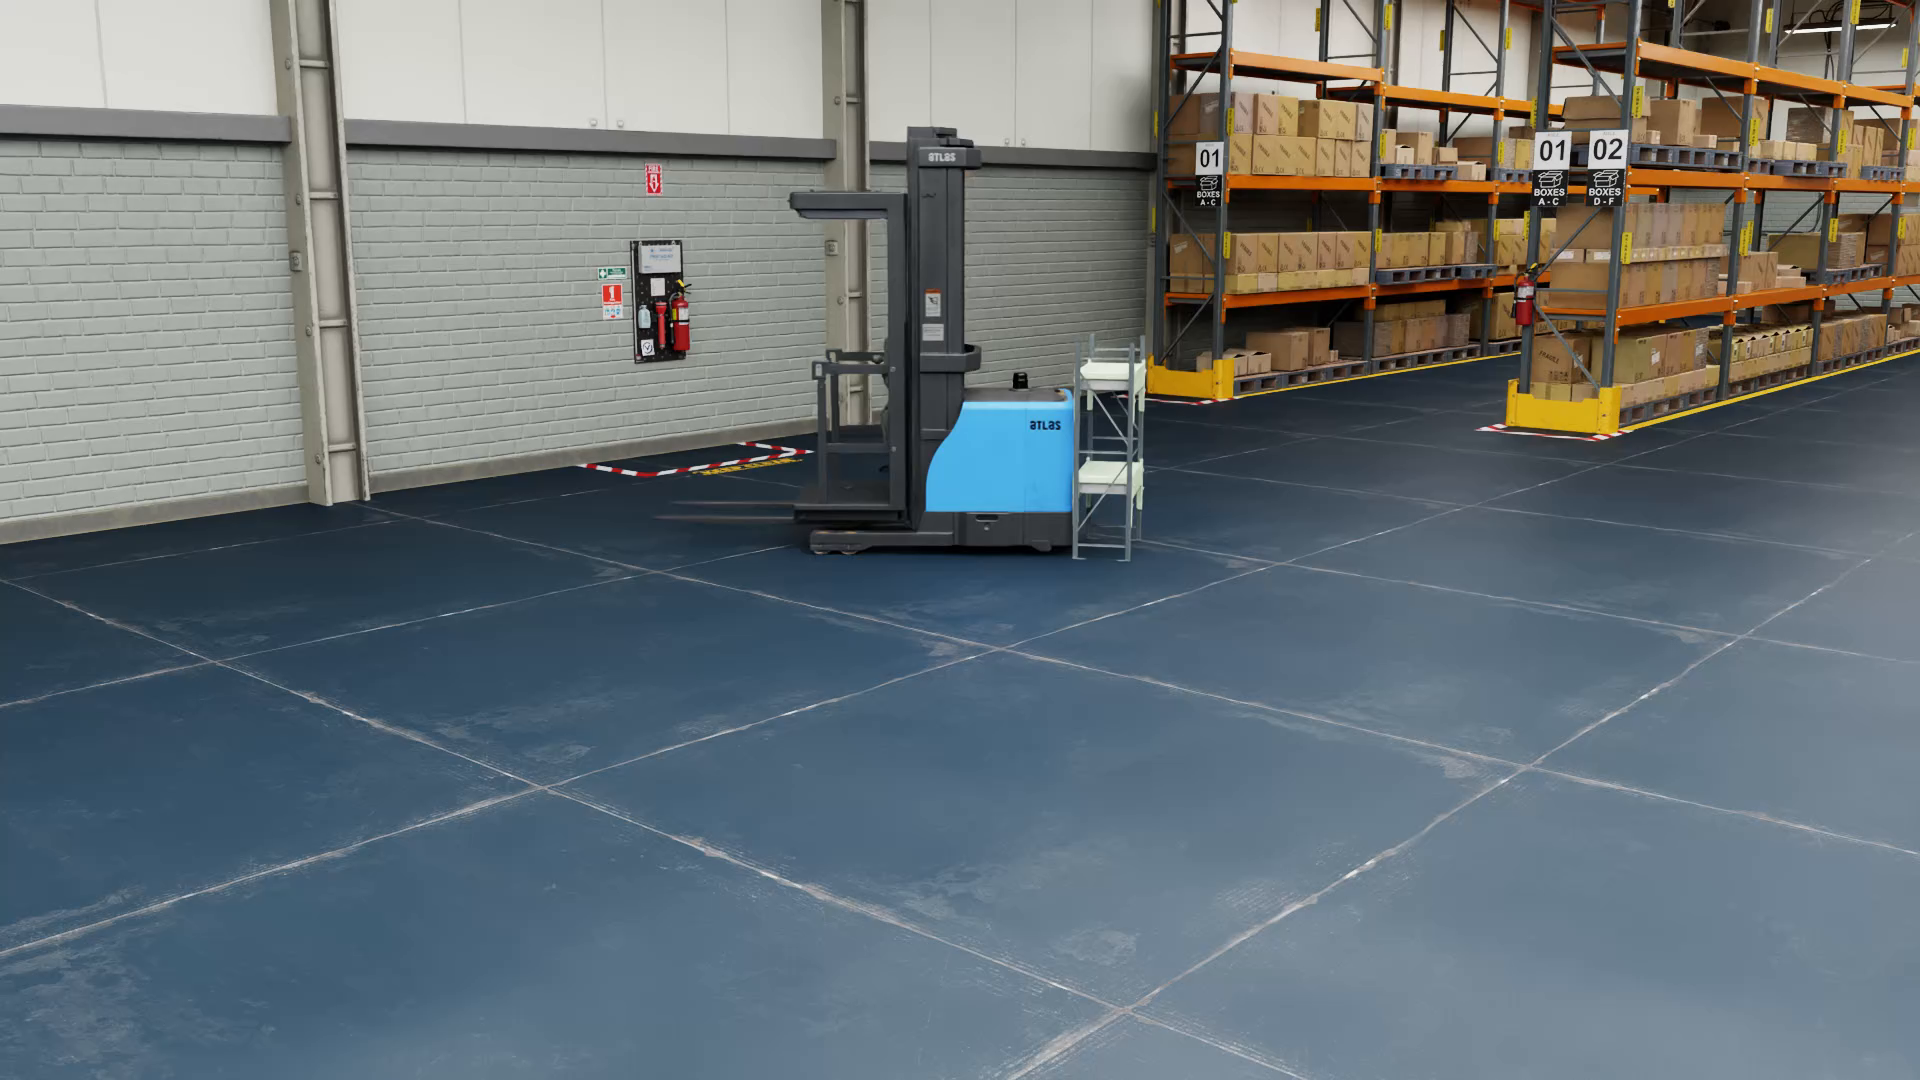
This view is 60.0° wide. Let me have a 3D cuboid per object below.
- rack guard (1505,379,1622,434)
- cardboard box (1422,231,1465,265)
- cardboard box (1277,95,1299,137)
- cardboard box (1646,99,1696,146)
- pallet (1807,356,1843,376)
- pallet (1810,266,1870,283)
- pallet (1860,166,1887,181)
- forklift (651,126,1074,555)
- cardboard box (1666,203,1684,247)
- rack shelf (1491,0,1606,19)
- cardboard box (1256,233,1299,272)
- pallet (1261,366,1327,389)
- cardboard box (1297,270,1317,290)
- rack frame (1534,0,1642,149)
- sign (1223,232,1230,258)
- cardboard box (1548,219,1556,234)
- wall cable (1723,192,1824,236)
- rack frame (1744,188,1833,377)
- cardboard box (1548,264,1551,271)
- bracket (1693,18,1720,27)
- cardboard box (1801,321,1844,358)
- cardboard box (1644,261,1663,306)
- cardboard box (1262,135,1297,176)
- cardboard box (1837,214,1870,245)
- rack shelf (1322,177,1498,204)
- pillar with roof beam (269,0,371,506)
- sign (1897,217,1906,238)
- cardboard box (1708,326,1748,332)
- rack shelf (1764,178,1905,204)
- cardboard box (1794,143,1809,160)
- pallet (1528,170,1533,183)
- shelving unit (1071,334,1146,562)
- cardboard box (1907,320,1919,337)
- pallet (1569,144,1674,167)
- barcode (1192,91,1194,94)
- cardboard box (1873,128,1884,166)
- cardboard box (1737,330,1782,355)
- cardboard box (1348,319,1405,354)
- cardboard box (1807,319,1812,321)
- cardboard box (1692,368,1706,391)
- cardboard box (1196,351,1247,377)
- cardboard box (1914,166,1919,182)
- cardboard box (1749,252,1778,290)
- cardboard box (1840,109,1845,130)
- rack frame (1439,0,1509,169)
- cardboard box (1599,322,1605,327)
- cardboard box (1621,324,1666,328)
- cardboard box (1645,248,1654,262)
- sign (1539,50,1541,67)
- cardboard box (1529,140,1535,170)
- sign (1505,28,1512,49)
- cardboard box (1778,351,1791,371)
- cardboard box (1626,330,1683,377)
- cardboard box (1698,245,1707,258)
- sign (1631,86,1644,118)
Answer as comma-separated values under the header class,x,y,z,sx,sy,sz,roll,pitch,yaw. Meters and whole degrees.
class,x,y,z,sx,sy,sz,roll,pitch,yaw
rack guard,6.648,-1.480,18.347,1.175,0.500,0.348,10,15,40
cardboard box,7.570,-4.635,26.382,0.700,0.500,0.500,8,14,35
cardboard box,4.076,-5.539,21.768,0.500,0.500,0.500,10,15,42
cardboard box,7.965,-4.713,18.808,0.500,0.500,0.500,10,15,40
pallet,12.466,-2.624,24.811,1.003,0.211,1.213,10,15,40
pallet,13.225,-4.079,25.467,1.003,0.211,1.213,10,15,40
pallet,13.419,-5.614,25.483,1.213,0.211,1.003,10,15,40
forklift,-0.683,-1.435,11.912,3.031,2.935,1.130,0,11,1
cardboard box,8.022,-3.696,19.489,0.700,0.500,0.500,10,15,40
rack shelf,9.541,-9.040,27.847,1.077,0.370,4.000,10,15,40
cardboard box,4.160,-3.832,22.154,0.500,0.500,0.500,9,14,39
pallet,4.358,-2.287,23.123,1.003,0.211,1.213,10,15,40
cardboard box,4.509,-3.543,22.624,0.500,0.250,0.500,10,15,41
rack frame,6.664,-5.652,17.532,1.000,3.000,0.127,10,15,40
sign,3.348,-3.704,20.888,0.100,0.325,0.005,10,15,40
cardboard box,10.064,-5.437,28.793,0.500,0.250,0.500,10,15,41
wall cable,17.504,-7.909,36.761,3.097,2.526,0.112,10,15,40
rack frame,11.944,-3.887,24.013,1.000,3.000,0.127,10,15,40
cardboard box,10.156,-4.769,29.021,0.380,0.149,0.250,10,15,40
bracket,16.349,-11.197,36.105,0.076,0.066,3.189,10,15,40
cardboard box,12.801,-2.985,24.754,0.500,0.500,0.500,9,14,38
cardboard box,7.656,-2.976,19.198,0.700,0.500,0.500,10,15,41
cardboard box,4.070,-5.048,21.860,0.500,0.500,0.500,11,16,43
cardboard box,14.724,-5.123,27.392,0.500,0.500,0.500,10,15,41
rack shelf,6.901,-5.351,25.520,1.077,0.370,4.000,10,15,40
pillar with roof beam,-1.935,-4.184,10.186,9.100,9.000,0.400,10,15,40
sign,15.004,-4.972,26.489,0.100,0.325,0.005,10,15,40
cardboard box,10.699,-2.827,23.224,0.500,0.311,0.500,9,15,39
rack shelf,13.265,-5.299,25.263,1.077,0.370,4.000,10,15,40
cardboard box,11.355,-5.337,22.924,0.500,0.250,0.500,10,15,42
pallet,9.342,-6.172,28.276,1.003,0.211,1.213,11,16,43
shelving unit,1.053,-0.665,11.713,0.431,1.500,0.755,2,12,11
cardboard box,16.402,-3.683,28.892,0.500,0.250,0.500,10,15,40
pallet,7.150,-4.238,18.339,1.003,0.211,1.213,10,15,40
barcode,3.033,-5.823,21.710,0.001,0.075,0.075,10,15,40
cardboard box,14.197,-6.186,26.281,0.600,0.600,0.600,8,14,35
cardboard box,10.778,-2.686,22.516,0.500,0.311,0.500,10,15,42
cardboard box,6.357,-3.121,25.438,0.700,0.500,0.500,9,15,39
cardboard box,12.727,-3.121,25.436,0.500,0.500,0.500,9,14,38
cardboard box,8.825,-1.987,20.450,0.500,0.250,0.500,10,15,40
cardboard box,3.464,-2.337,21.995,0.500,0.311,0.500,8,14,34
cardboard box,15.425,-5.985,27.244,0.500,0.250,0.500,10,15,40
cardboard box,10.849,-3.687,22.756,0.500,0.500,0.500,9,14,37
cardboard box,12.574,-6.035,24.304,0.500,0.500,0.500,10,15,40
rack frame,8.221,-7.469,26.629,1.000,3.000,0.127,10,15,40
cardboard box,11.766,-4.266,31.219,0.700,0.500,0.500,10,15,40
cardboard box,8.439,-2.421,20.709,0.500,0.500,0.500,10,15,40
cardboard box,7.591,-3.219,18.760,0.380,0.149,0.250,9,15,39
sign,10.461,-8.668,29.846,0.100,0.325,0.005,10,15,40
cardboard box,9.500,-6.580,28.460,0.700,0.500,0.500,10,15,40
sign,8.635,-7.897,26.186,0.100,0.325,0.005,10,15,40
cardboard box,11.109,-2.486,22.945,0.500,0.250,0.500,10,15,42
cardboard box,8.177,-2.206,19.629,0.500,0.500,0.500,10,15,40
cardboard box,8.777,-3.484,20.085,0.380,0.149,0.250,10,15,40
sign,7.077,-4.576,17.369,0.100,0.325,0.005,10,15,40
